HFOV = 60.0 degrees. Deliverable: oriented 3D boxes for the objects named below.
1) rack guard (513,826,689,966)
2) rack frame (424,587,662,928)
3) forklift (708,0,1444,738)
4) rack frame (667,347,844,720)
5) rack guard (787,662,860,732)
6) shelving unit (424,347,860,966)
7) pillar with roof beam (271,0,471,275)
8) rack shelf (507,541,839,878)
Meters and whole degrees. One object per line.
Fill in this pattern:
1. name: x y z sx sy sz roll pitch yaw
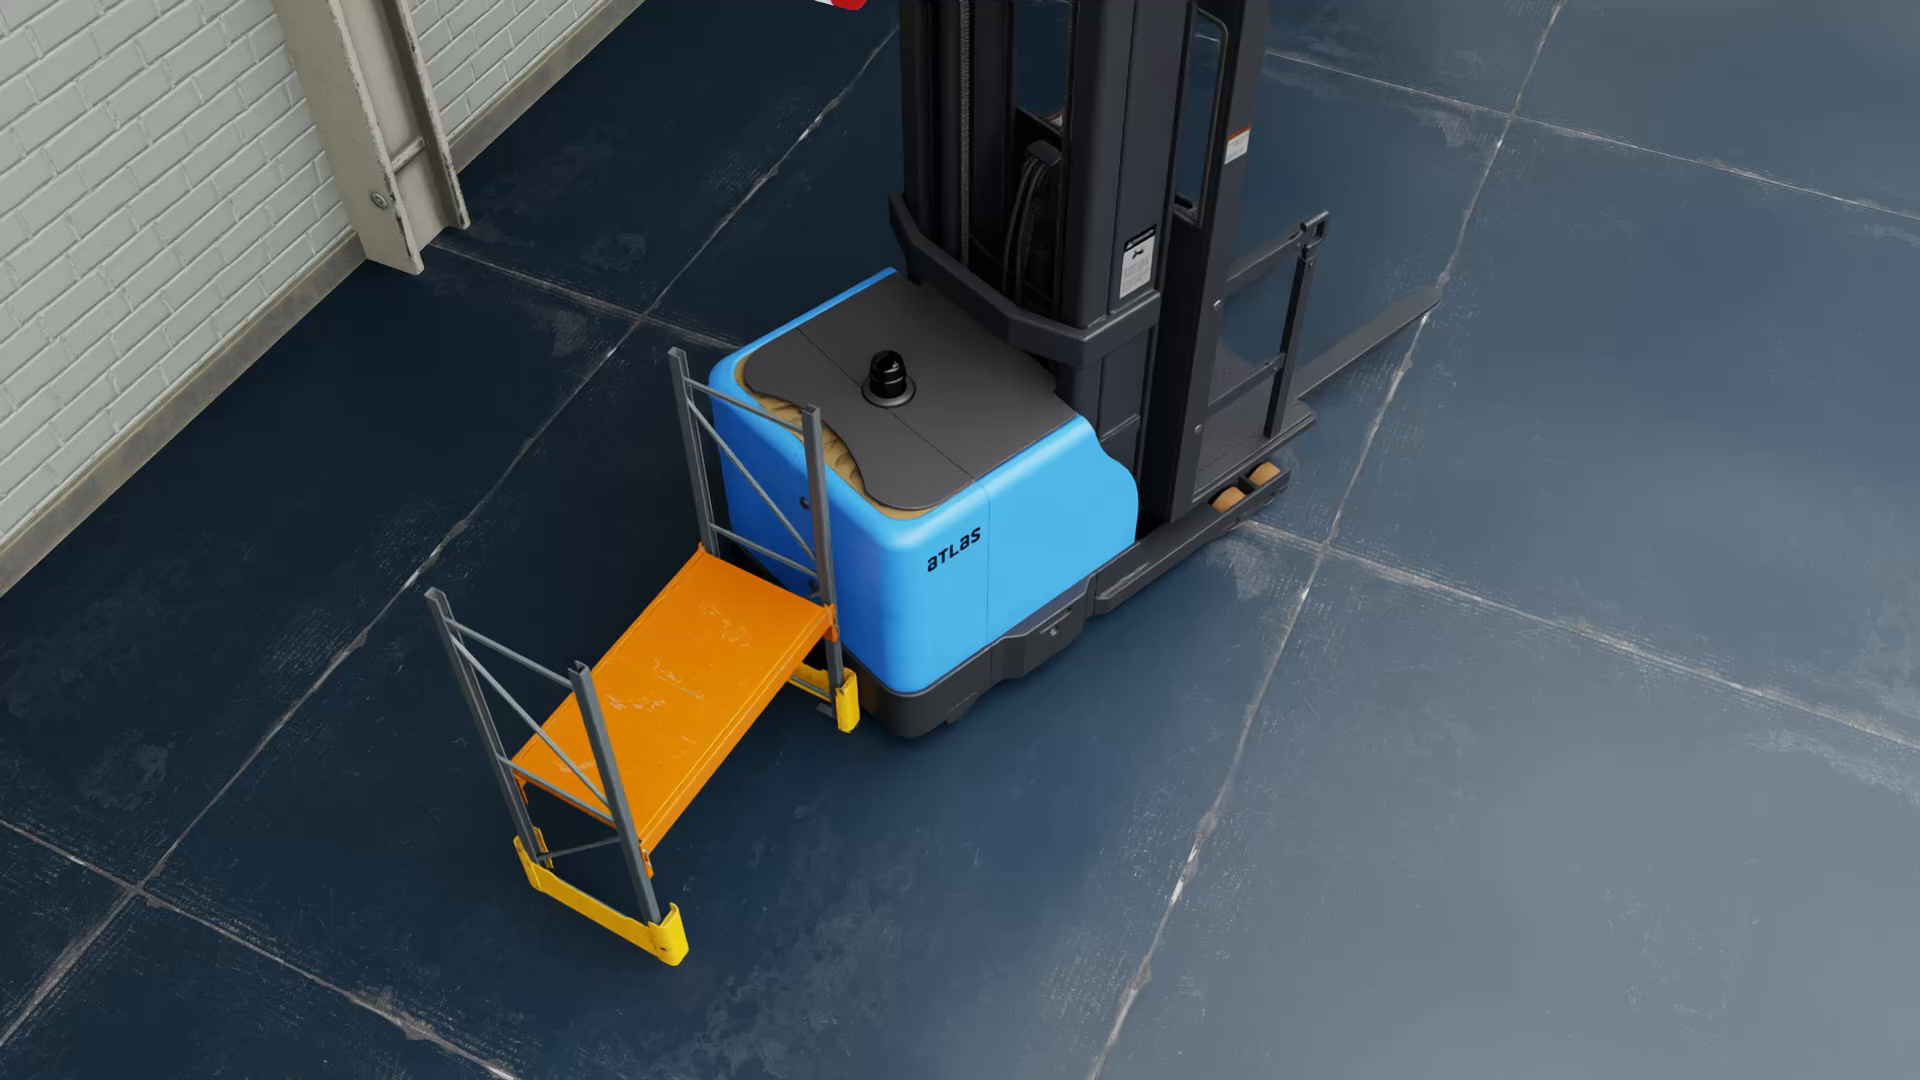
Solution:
1. rack guard: -1.110 1.100 5.150 0.587 0.250 0.087 24 54 19
2. rack frame: -1.120 0.708 4.663 0.500 1.500 0.032 24 54 19
3. forklift: 0.622 -1.260 5.398 3.031 2.935 1.130 -33 57 -25
4. rack frame: -0.611 0.038 5.233 0.500 1.500 0.032 24 54 19
5. rack guard: -0.612 0.444 5.708 0.587 0.250 0.087 24 54 19
6. shelving unit: -0.861 0.367 4.953 0.587 1.500 1.083 24 54 19
7. pillar with roof beam: 1.478 -2.852 2.768 9.100 9.000 0.400 20 52 16
8. rack shelf: -0.866 0.490 5.085 0.538 0.185 1.000 24 54 19
